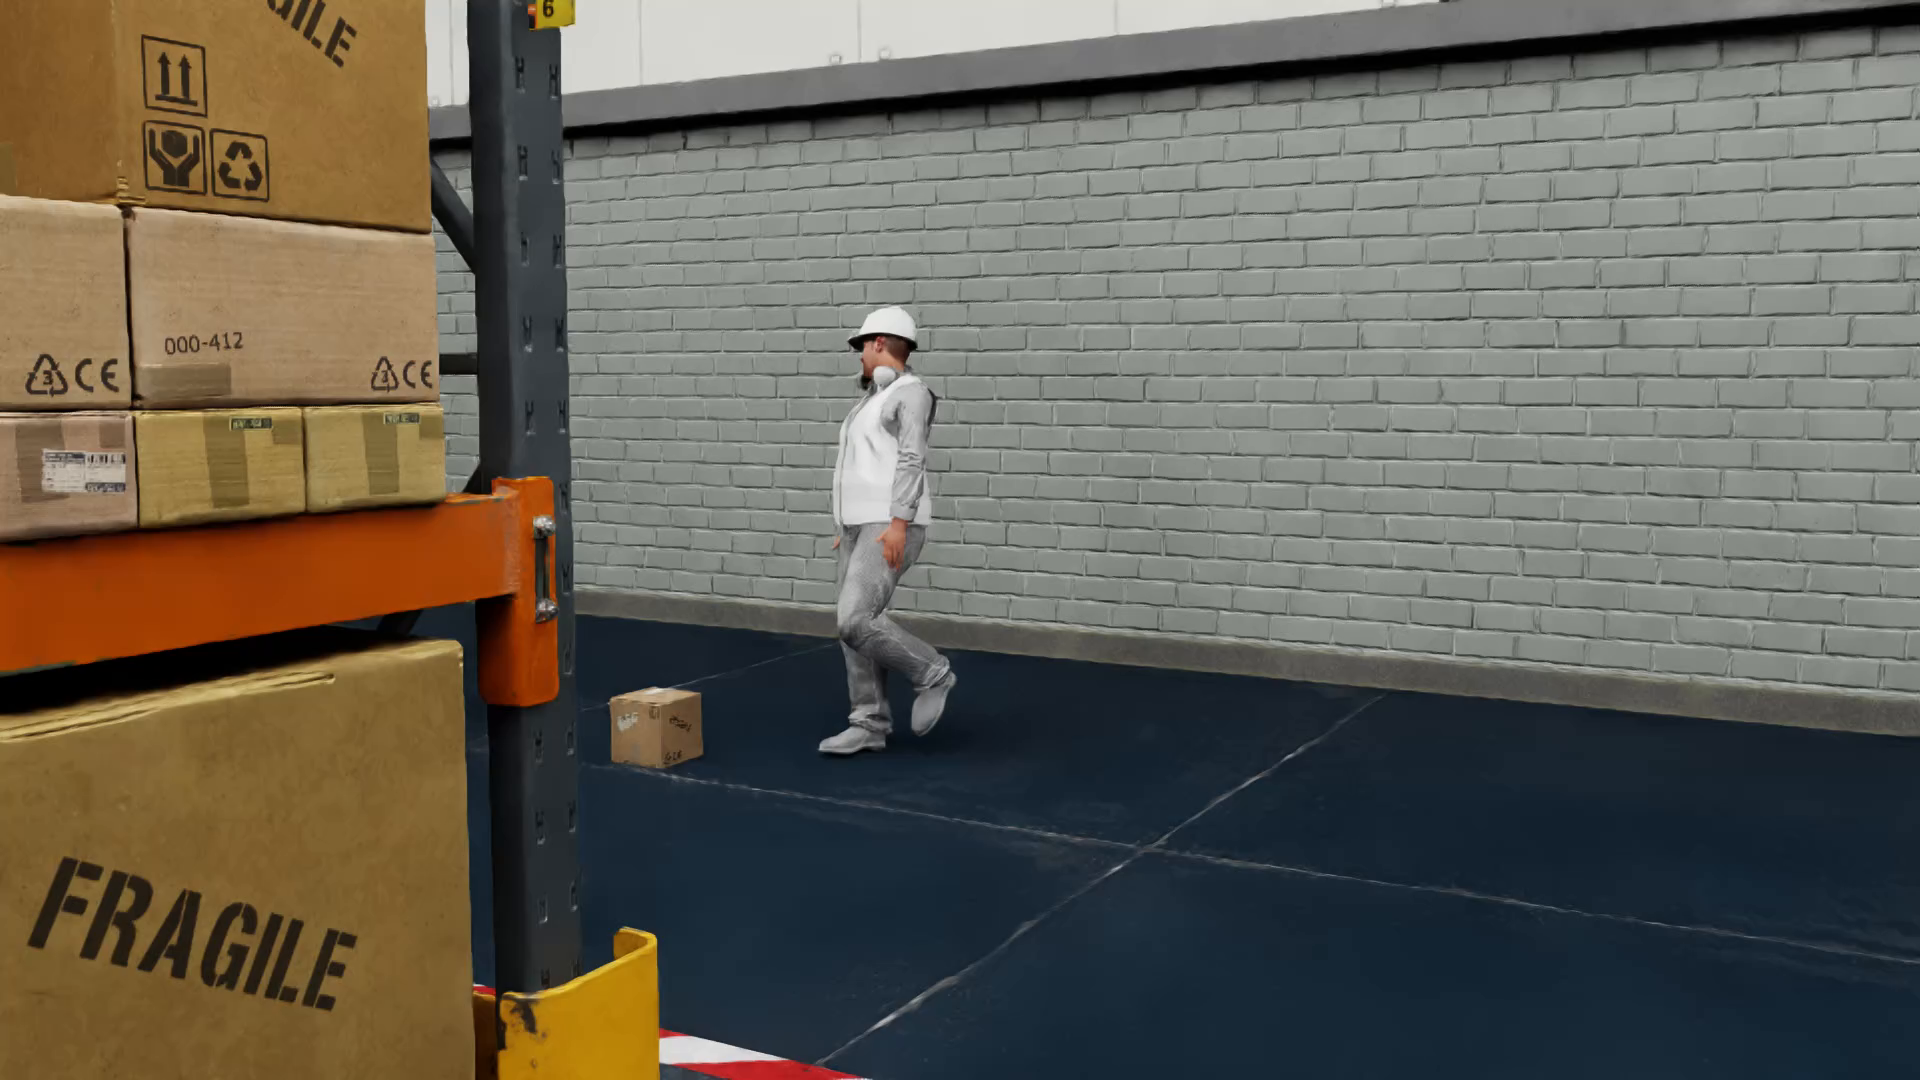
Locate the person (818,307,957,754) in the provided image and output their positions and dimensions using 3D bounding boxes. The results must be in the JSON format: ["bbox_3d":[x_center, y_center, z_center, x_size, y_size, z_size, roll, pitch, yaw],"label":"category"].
[{"bbox_3d":[-0.339,-0.045,6.569,0.555,1.745,0.580,-3,7,-27],"label":"person"}]
